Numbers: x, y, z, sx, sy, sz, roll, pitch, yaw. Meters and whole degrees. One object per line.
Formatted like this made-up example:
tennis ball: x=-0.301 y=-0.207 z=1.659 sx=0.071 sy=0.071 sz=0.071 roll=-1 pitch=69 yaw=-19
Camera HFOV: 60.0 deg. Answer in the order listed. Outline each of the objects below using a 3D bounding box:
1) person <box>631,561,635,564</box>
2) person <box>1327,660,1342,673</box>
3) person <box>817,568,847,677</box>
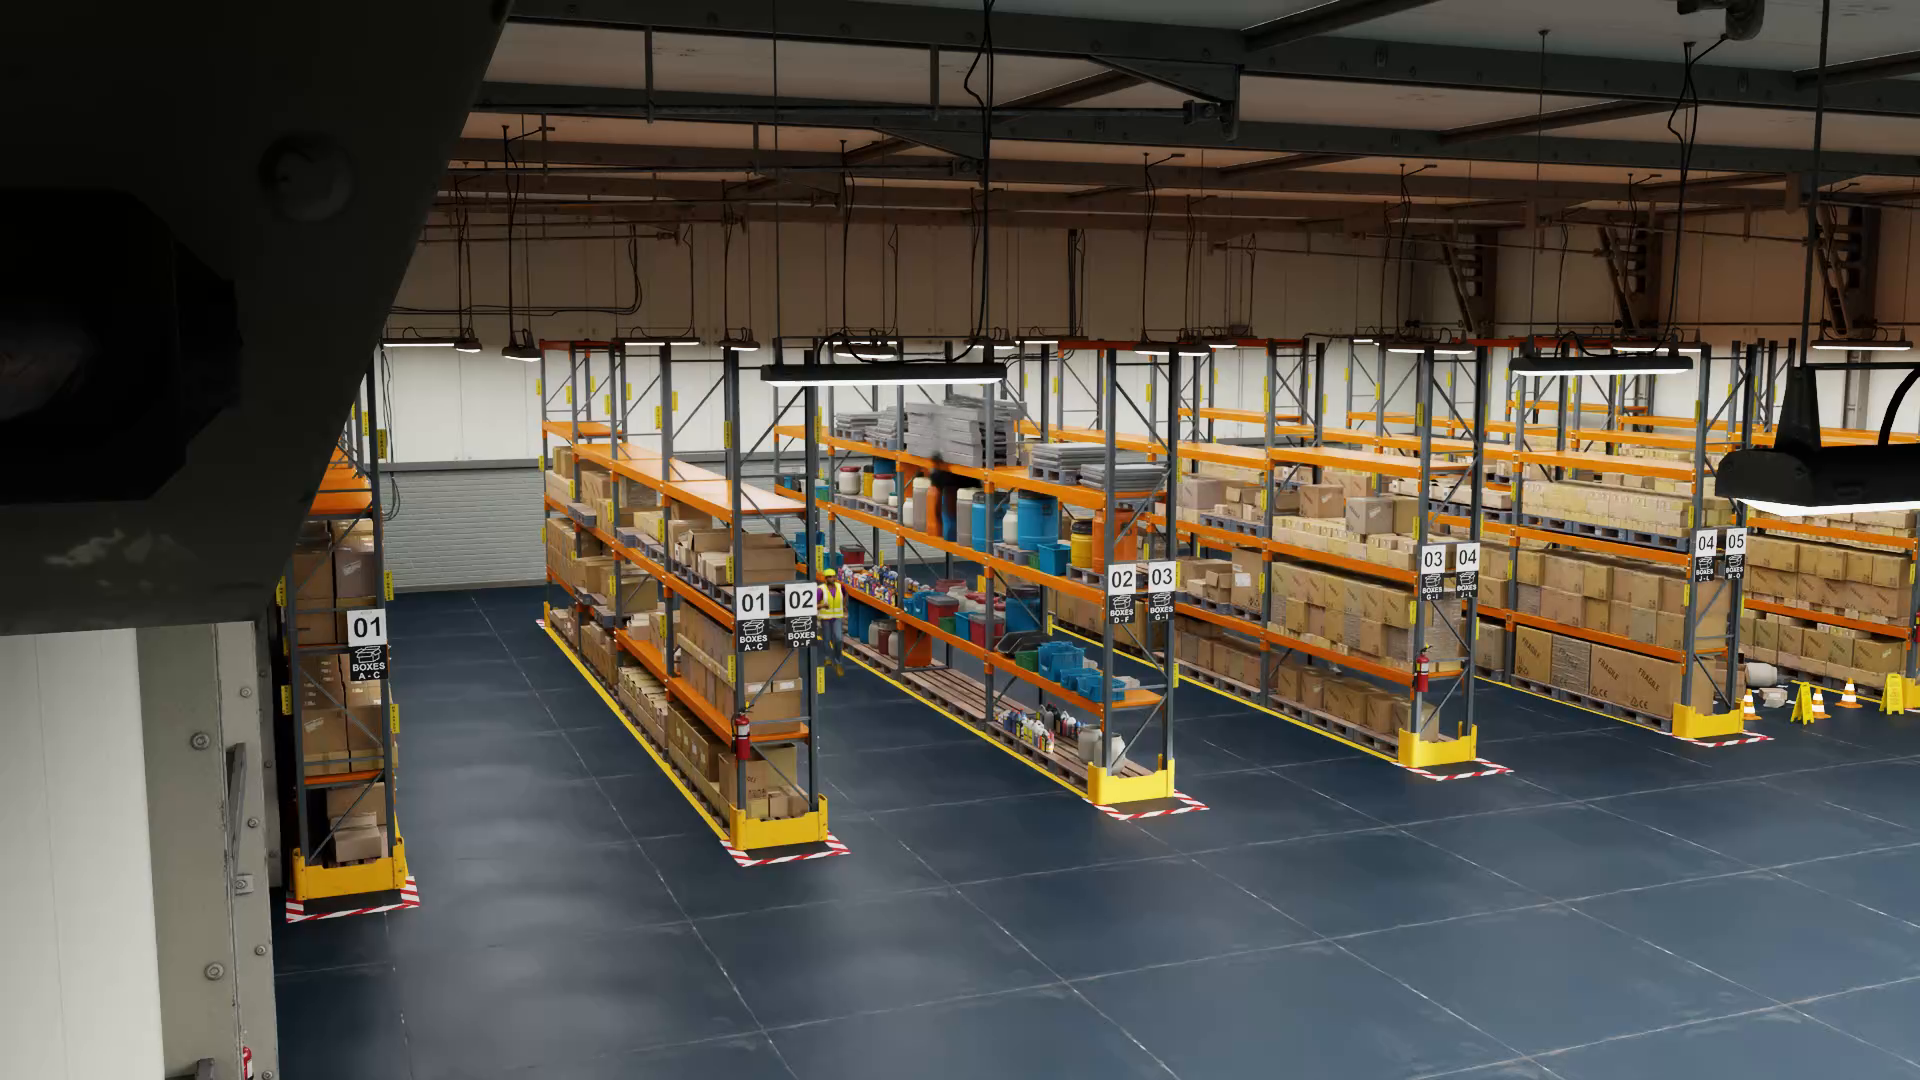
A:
person: x=-7.180 y=0.742 z=36.332 sx=0.698 sy=1.841 sz=0.643 roll=7 pitch=10 yaw=41
person: x=6.831 y=1.554 z=30.136 sx=0.675 sy=1.735 sz=0.610 roll=-5 pitch=9 yaw=-31
person: x=-2.245 y=1.431 z=29.044 sx=0.672 sy=1.888 sz=0.746 roll=-2 pitch=8 yaw=-17
